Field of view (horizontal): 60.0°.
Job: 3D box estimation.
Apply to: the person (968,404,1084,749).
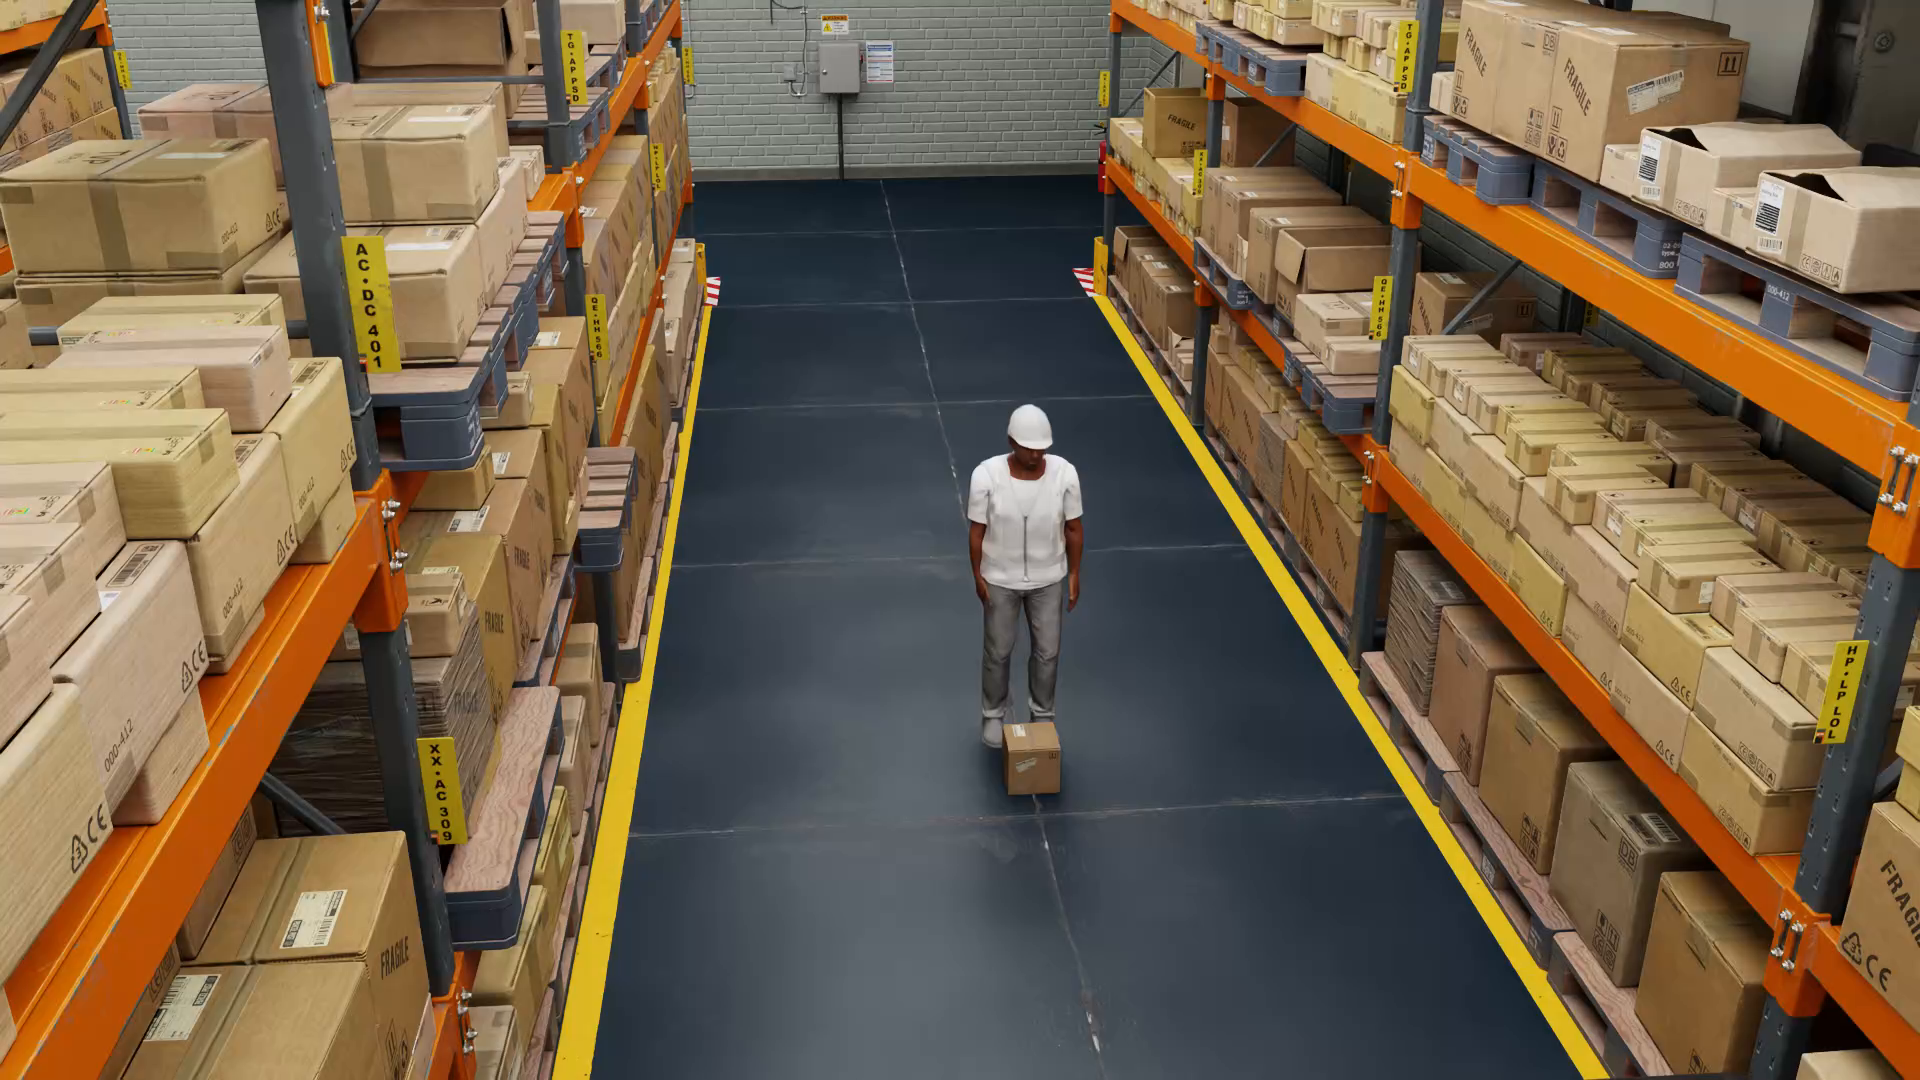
[{"bbox_3d":[0.324,0.179,8.173,0.566,1.769,0.364,-2,24,-4],"label":"person"}]
